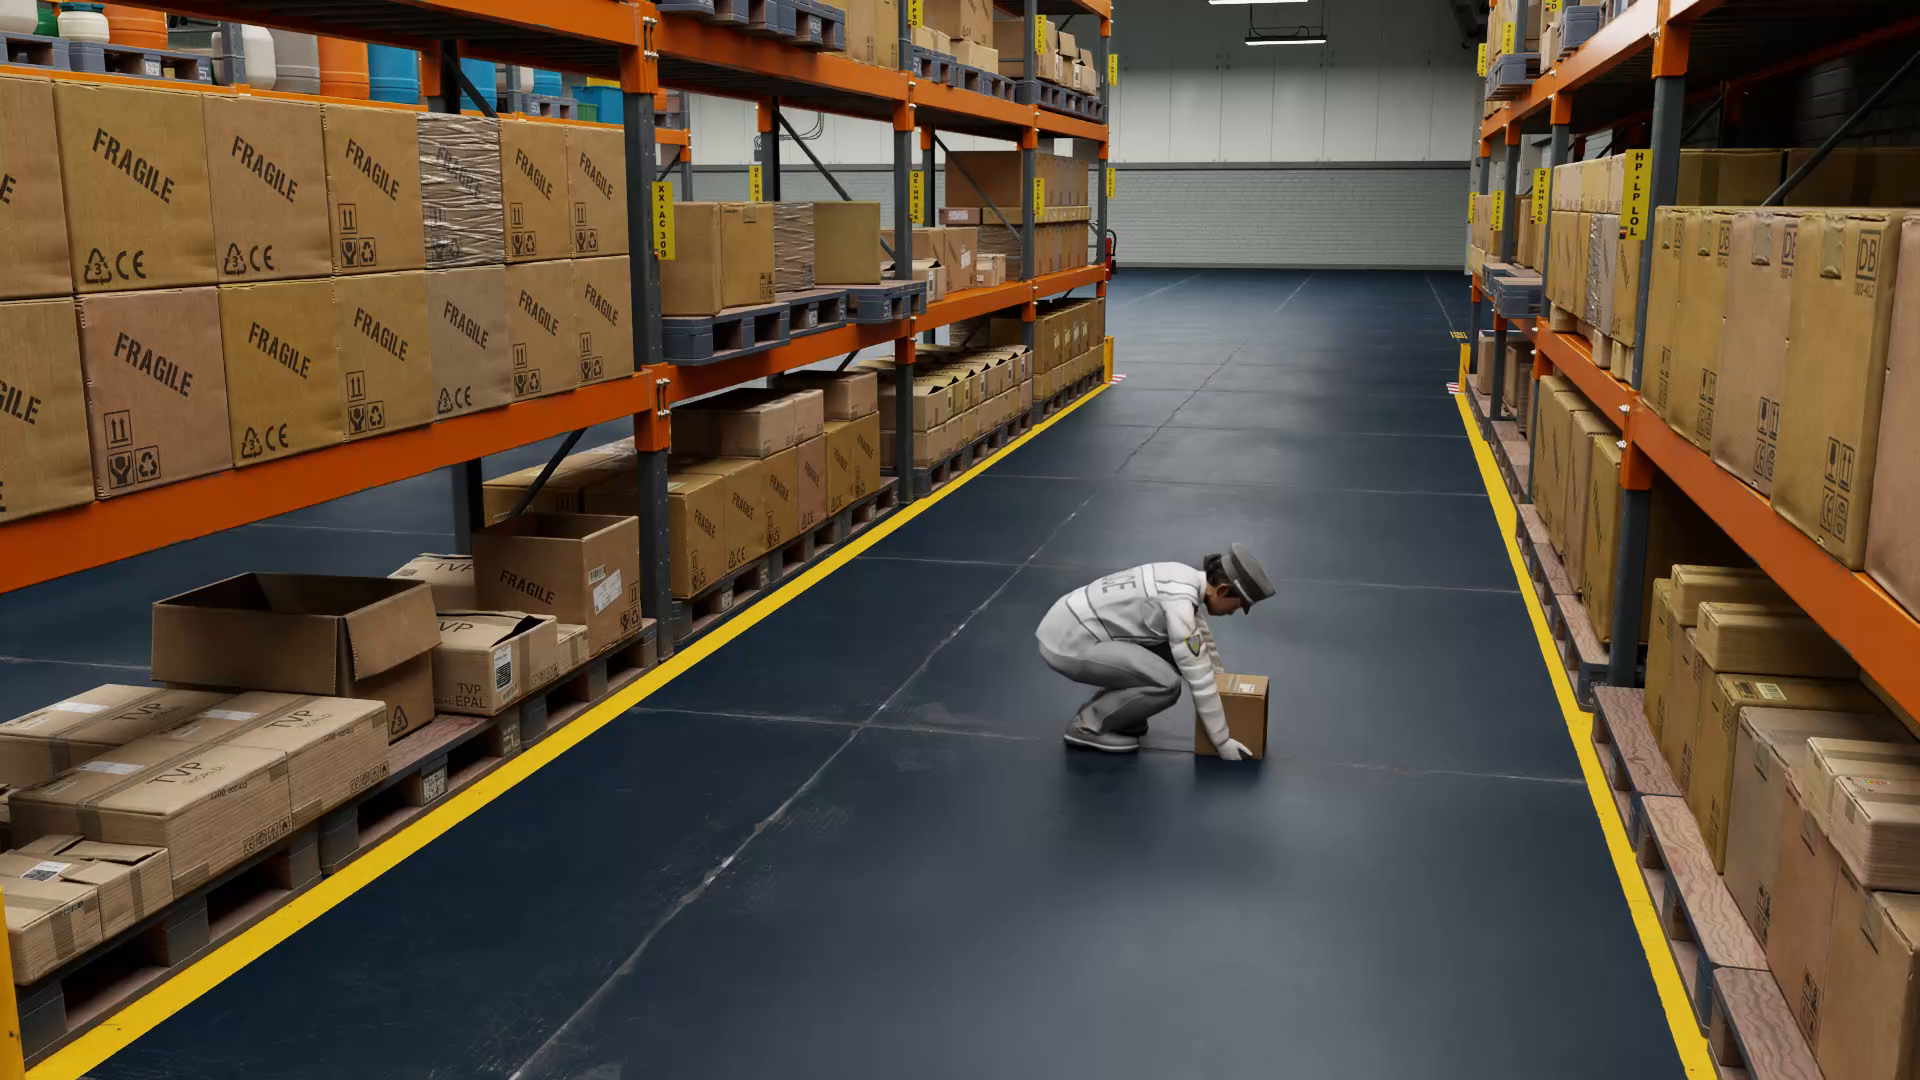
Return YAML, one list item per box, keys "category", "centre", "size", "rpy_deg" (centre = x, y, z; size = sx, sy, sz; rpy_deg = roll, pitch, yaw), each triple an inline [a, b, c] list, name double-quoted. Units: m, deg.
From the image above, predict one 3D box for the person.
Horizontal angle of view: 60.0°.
- category: "person"
  centre: [0.733, 0.424, 6.275]
  size: [0.886, 0.853, 0.473]
  rpy_deg: [3, 12, 13]
